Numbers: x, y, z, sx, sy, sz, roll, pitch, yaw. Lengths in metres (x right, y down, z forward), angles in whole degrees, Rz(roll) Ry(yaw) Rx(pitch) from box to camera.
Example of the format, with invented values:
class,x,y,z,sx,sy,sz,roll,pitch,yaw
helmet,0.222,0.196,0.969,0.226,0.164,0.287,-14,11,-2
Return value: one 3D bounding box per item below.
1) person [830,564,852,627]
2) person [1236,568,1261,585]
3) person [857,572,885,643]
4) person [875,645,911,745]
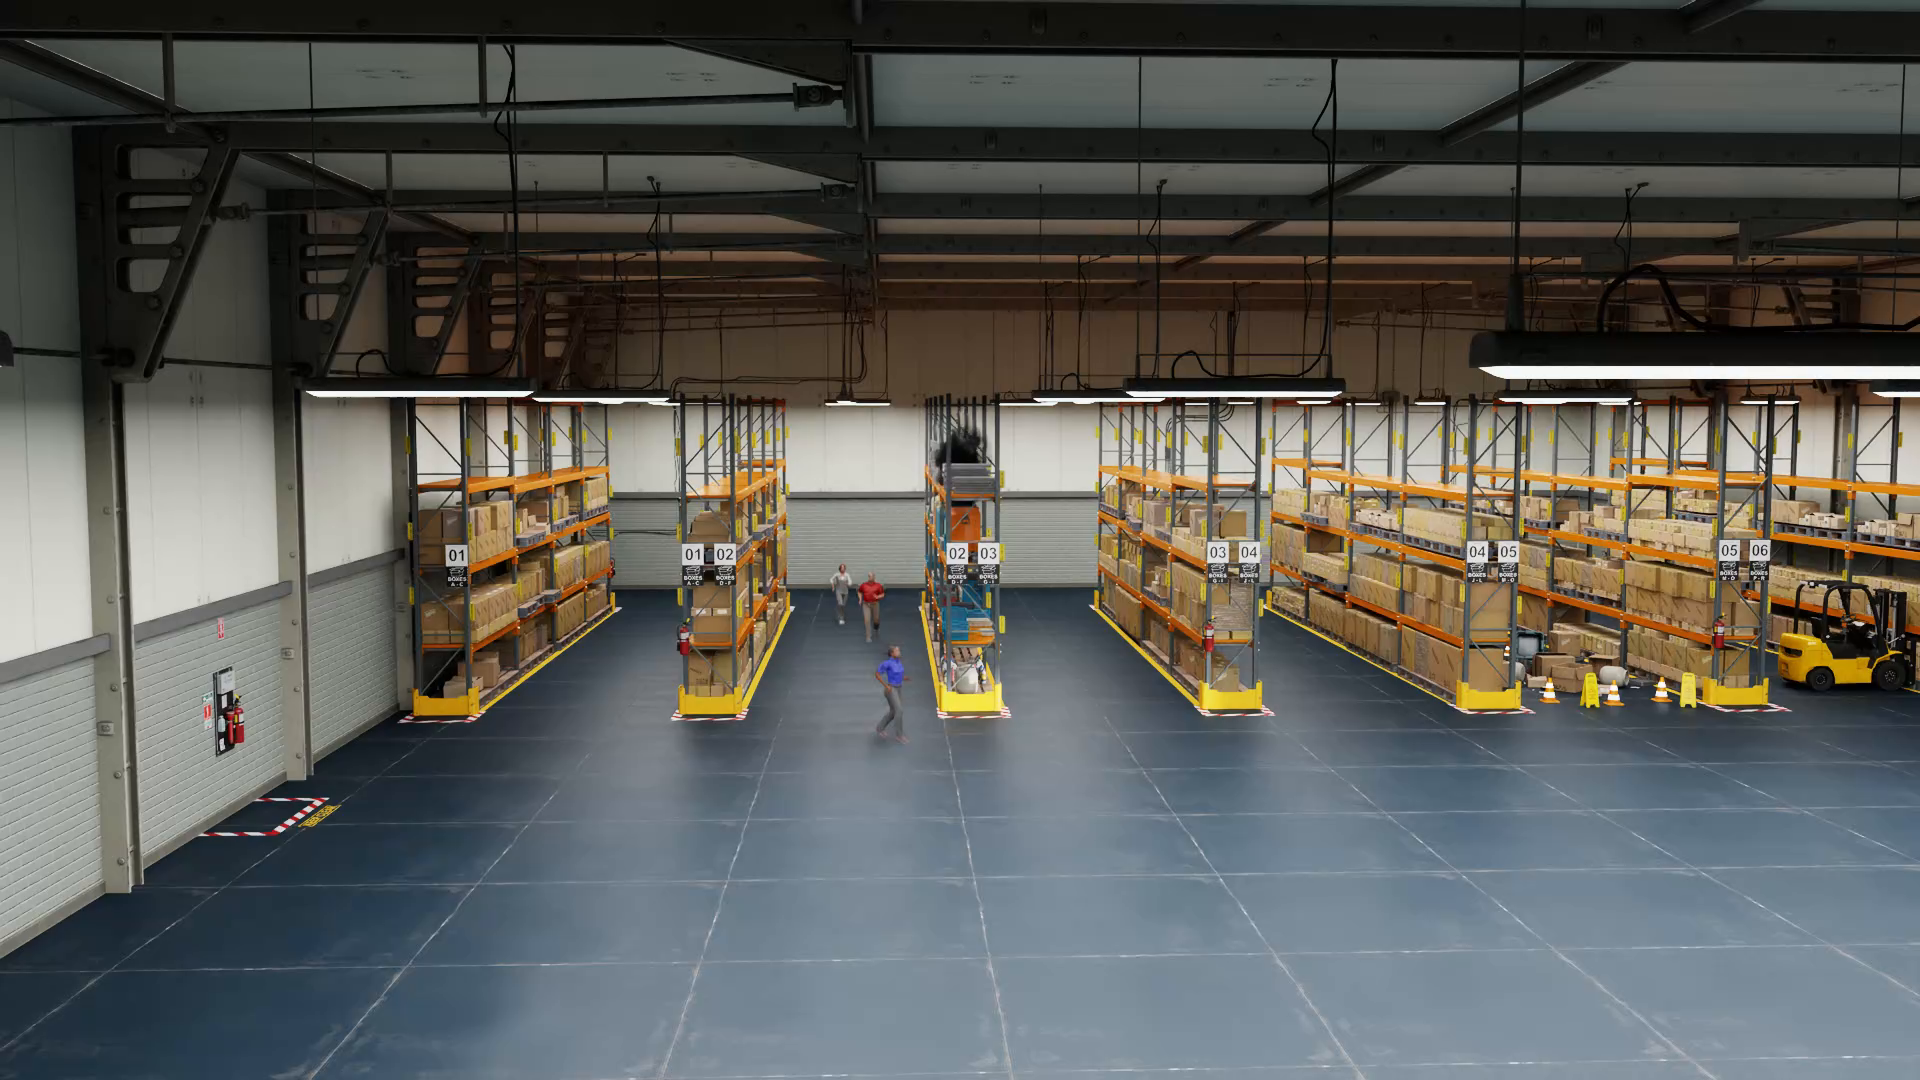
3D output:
class,x,y,z,sx,sy,sz,roll,pitch,yaw
person,-3.125,1.440,43.987,0.522,1.639,0.683,-2,5,-20
person,7.775,1.300,44.899,0.710,1.801,0.892,0,5,6
person,-2.189,1.641,40.903,0.676,1.693,0.881,0,5,-1
person,-1.148,2.653,28.552,0.739,1.689,0.577,2,5,25
